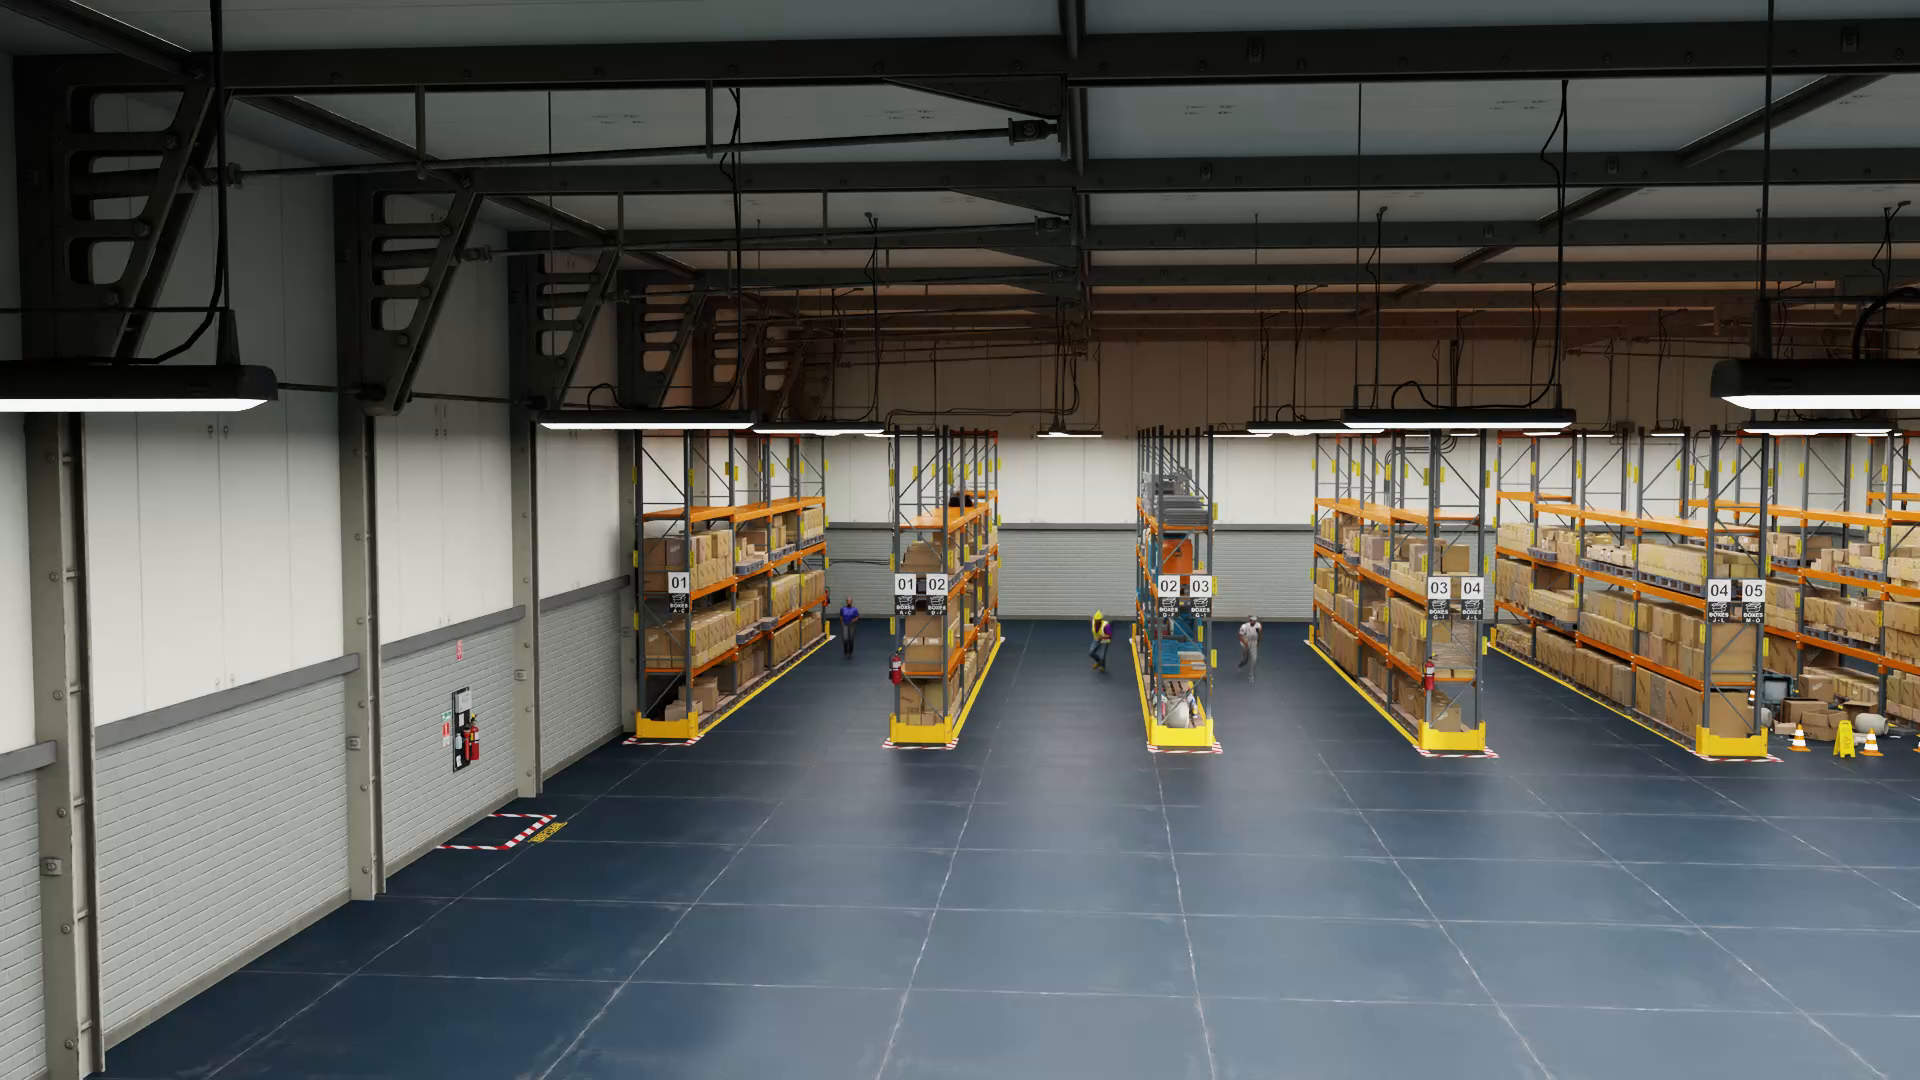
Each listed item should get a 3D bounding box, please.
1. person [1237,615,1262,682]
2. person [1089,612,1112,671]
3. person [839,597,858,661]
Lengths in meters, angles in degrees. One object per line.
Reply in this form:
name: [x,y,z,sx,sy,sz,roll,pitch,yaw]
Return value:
person: [6.892,2.554,39.779,0.603,1.636,0.960,-1,4,-16]
person: [3.431,2.493,40.770,0.745,1.523,0.982,2,4,32]
person: [-2.893,2.312,43.381,0.487,1.670,0.802,0,3,-6]
